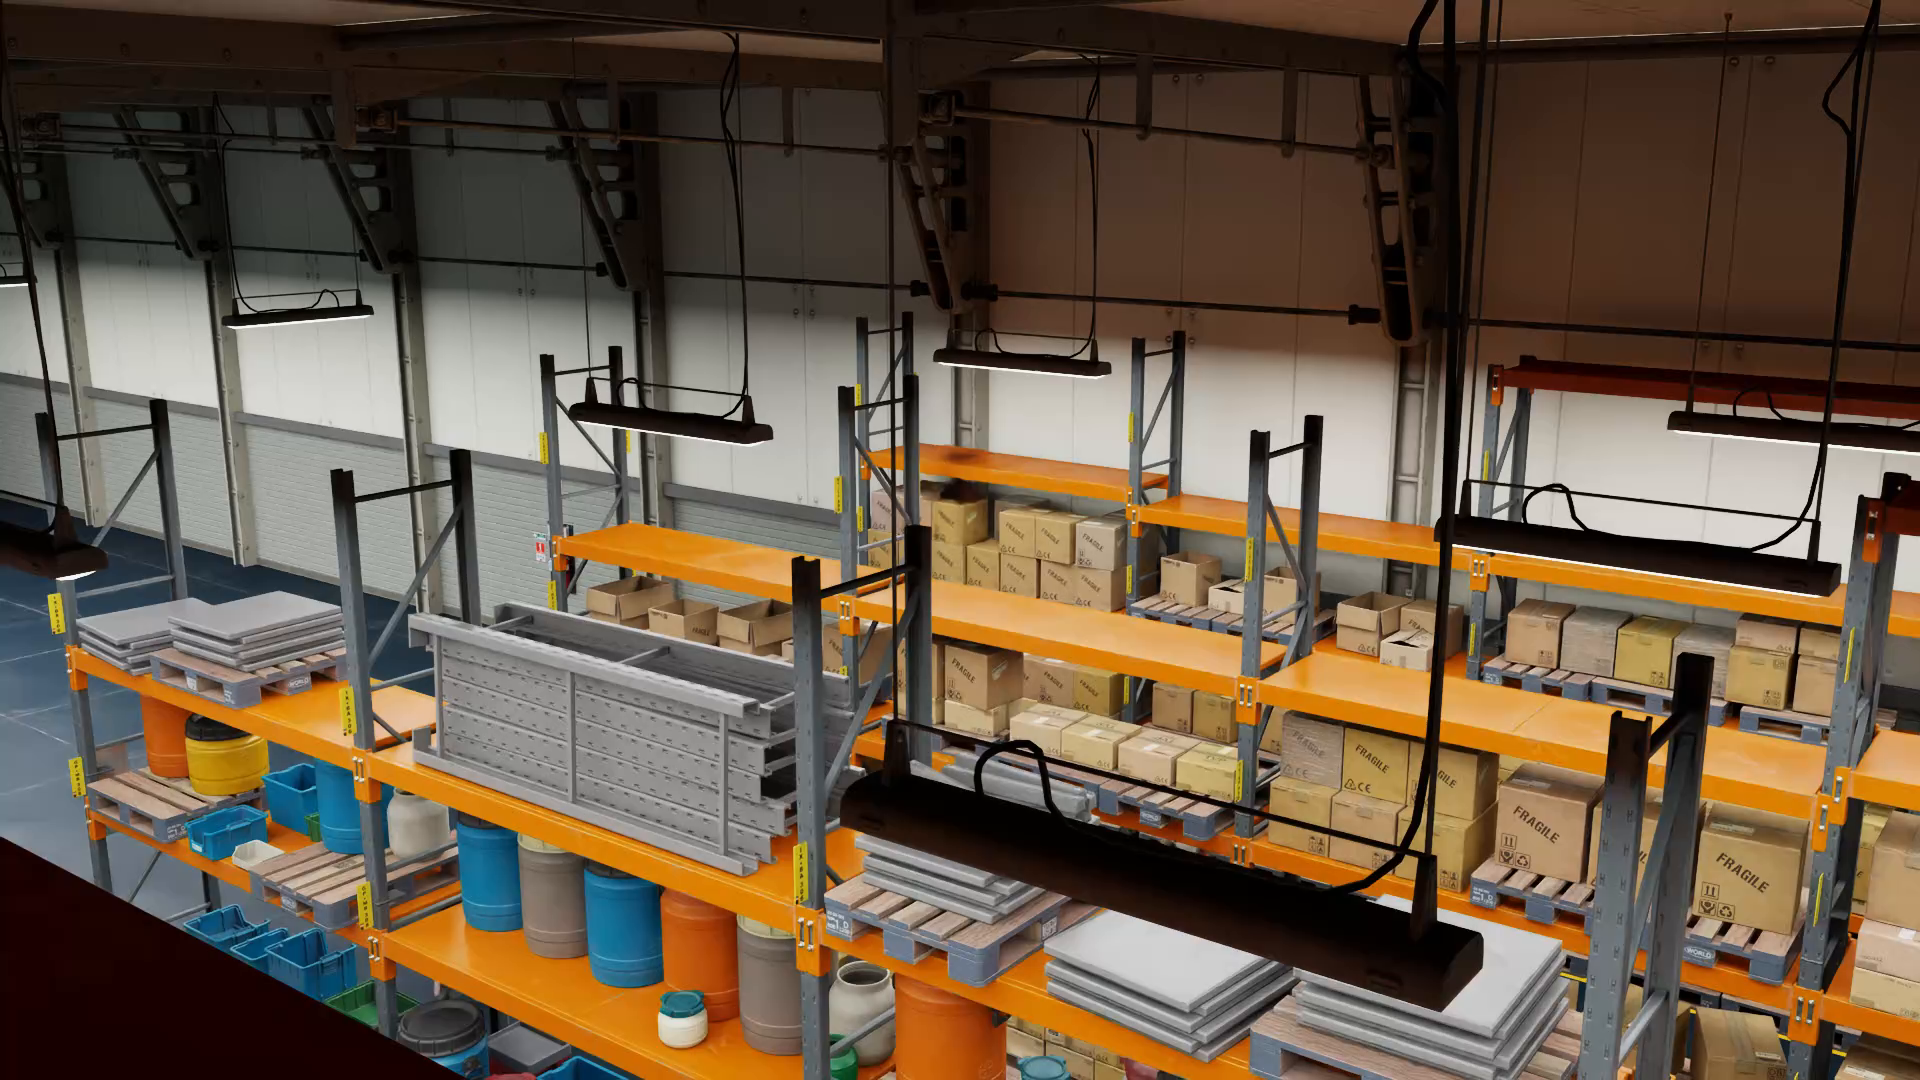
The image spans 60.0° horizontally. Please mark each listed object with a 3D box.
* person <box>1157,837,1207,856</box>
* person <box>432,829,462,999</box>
[{"bbox_3d":[2.120,3.344,16.891,0.572,1.709,1.079,-11,17,-40],"label":"person"},{"bbox_3d":[-4.818,3.606,16.001,0.574,1.779,0.429,-1,13,-6],"label":"person"}]
